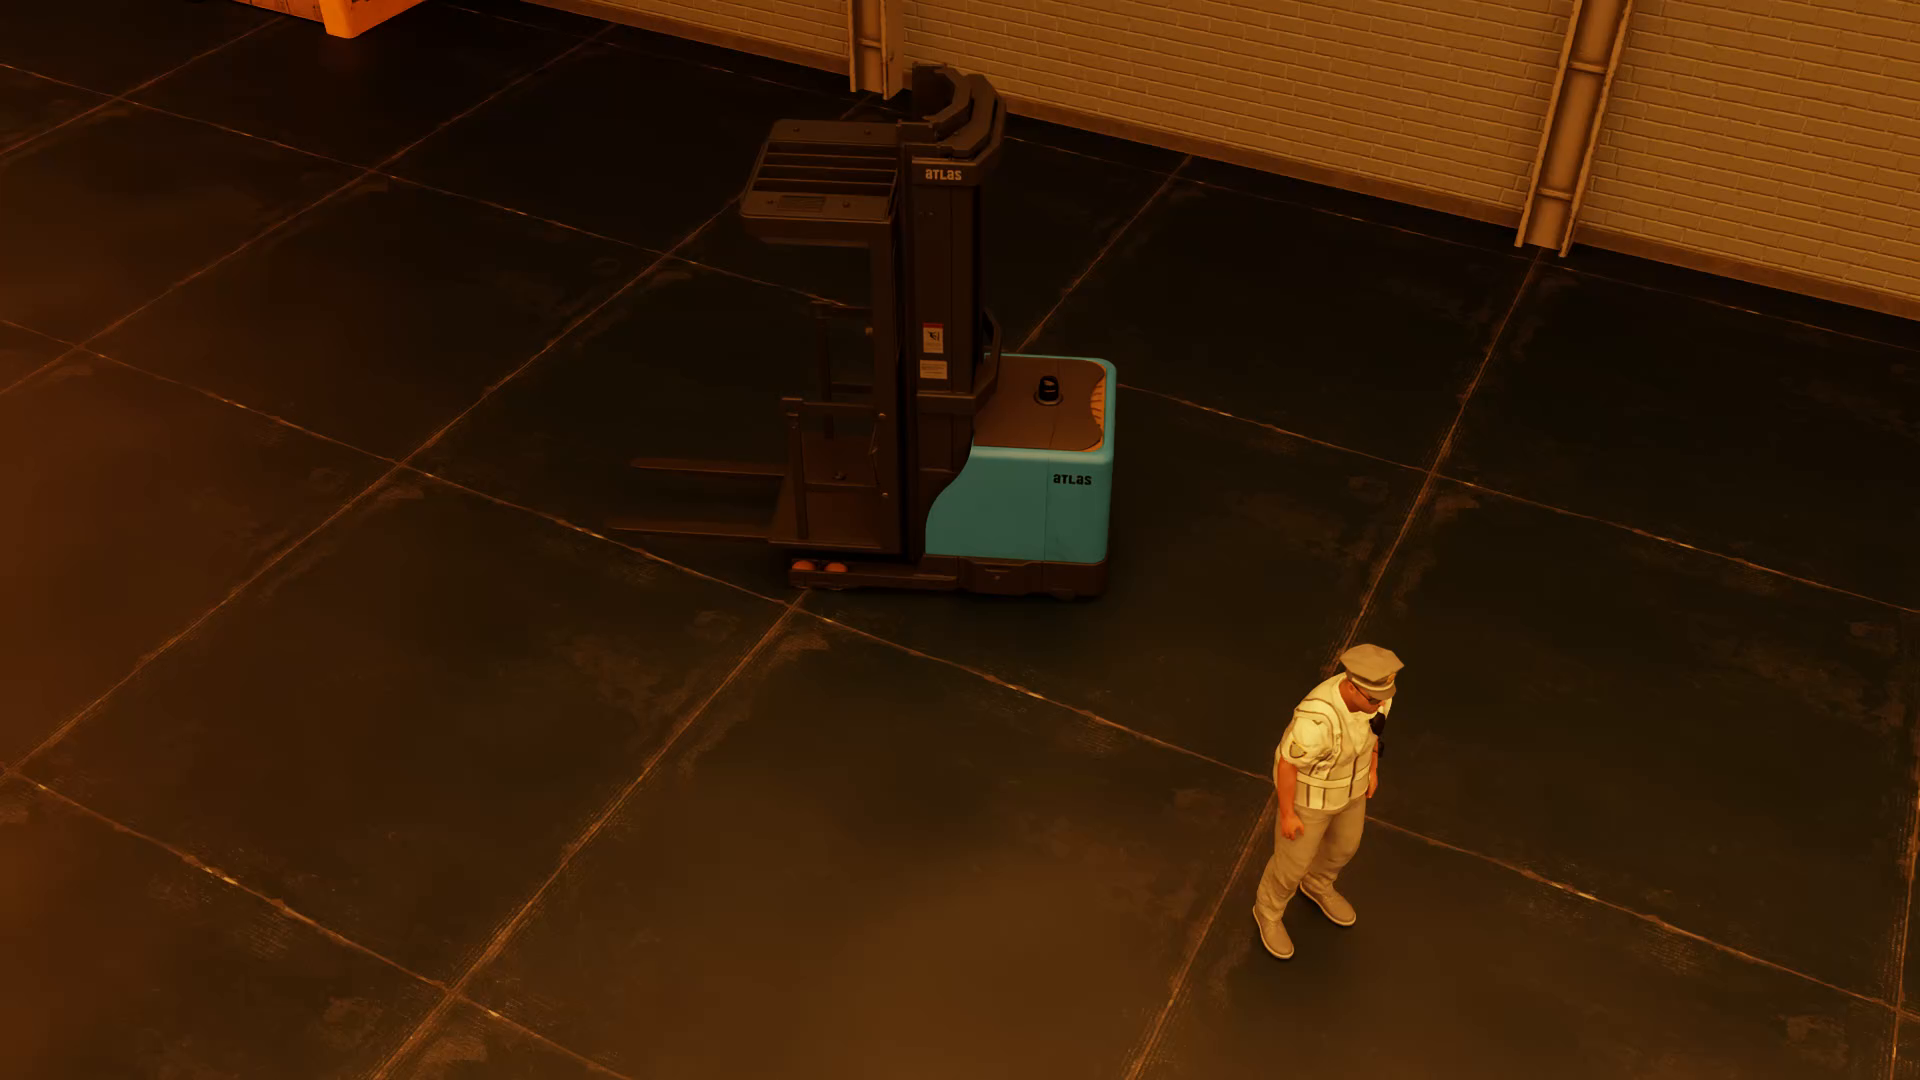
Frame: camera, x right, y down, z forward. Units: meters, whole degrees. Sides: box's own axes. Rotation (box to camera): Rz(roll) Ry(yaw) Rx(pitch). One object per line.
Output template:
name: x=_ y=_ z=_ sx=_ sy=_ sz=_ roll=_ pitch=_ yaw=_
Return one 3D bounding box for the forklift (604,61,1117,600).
forklift: x=-0.606 y=-1.157 z=9.360 sx=3.031 sy=2.935 sz=1.130 roll=3 pitch=40 yaw=4

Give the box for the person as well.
person: x=1.658 y=1.129 z=7.563 sx=0.600 sy=1.747 sz=0.443 roll=-22 pitch=45 yaw=-24
